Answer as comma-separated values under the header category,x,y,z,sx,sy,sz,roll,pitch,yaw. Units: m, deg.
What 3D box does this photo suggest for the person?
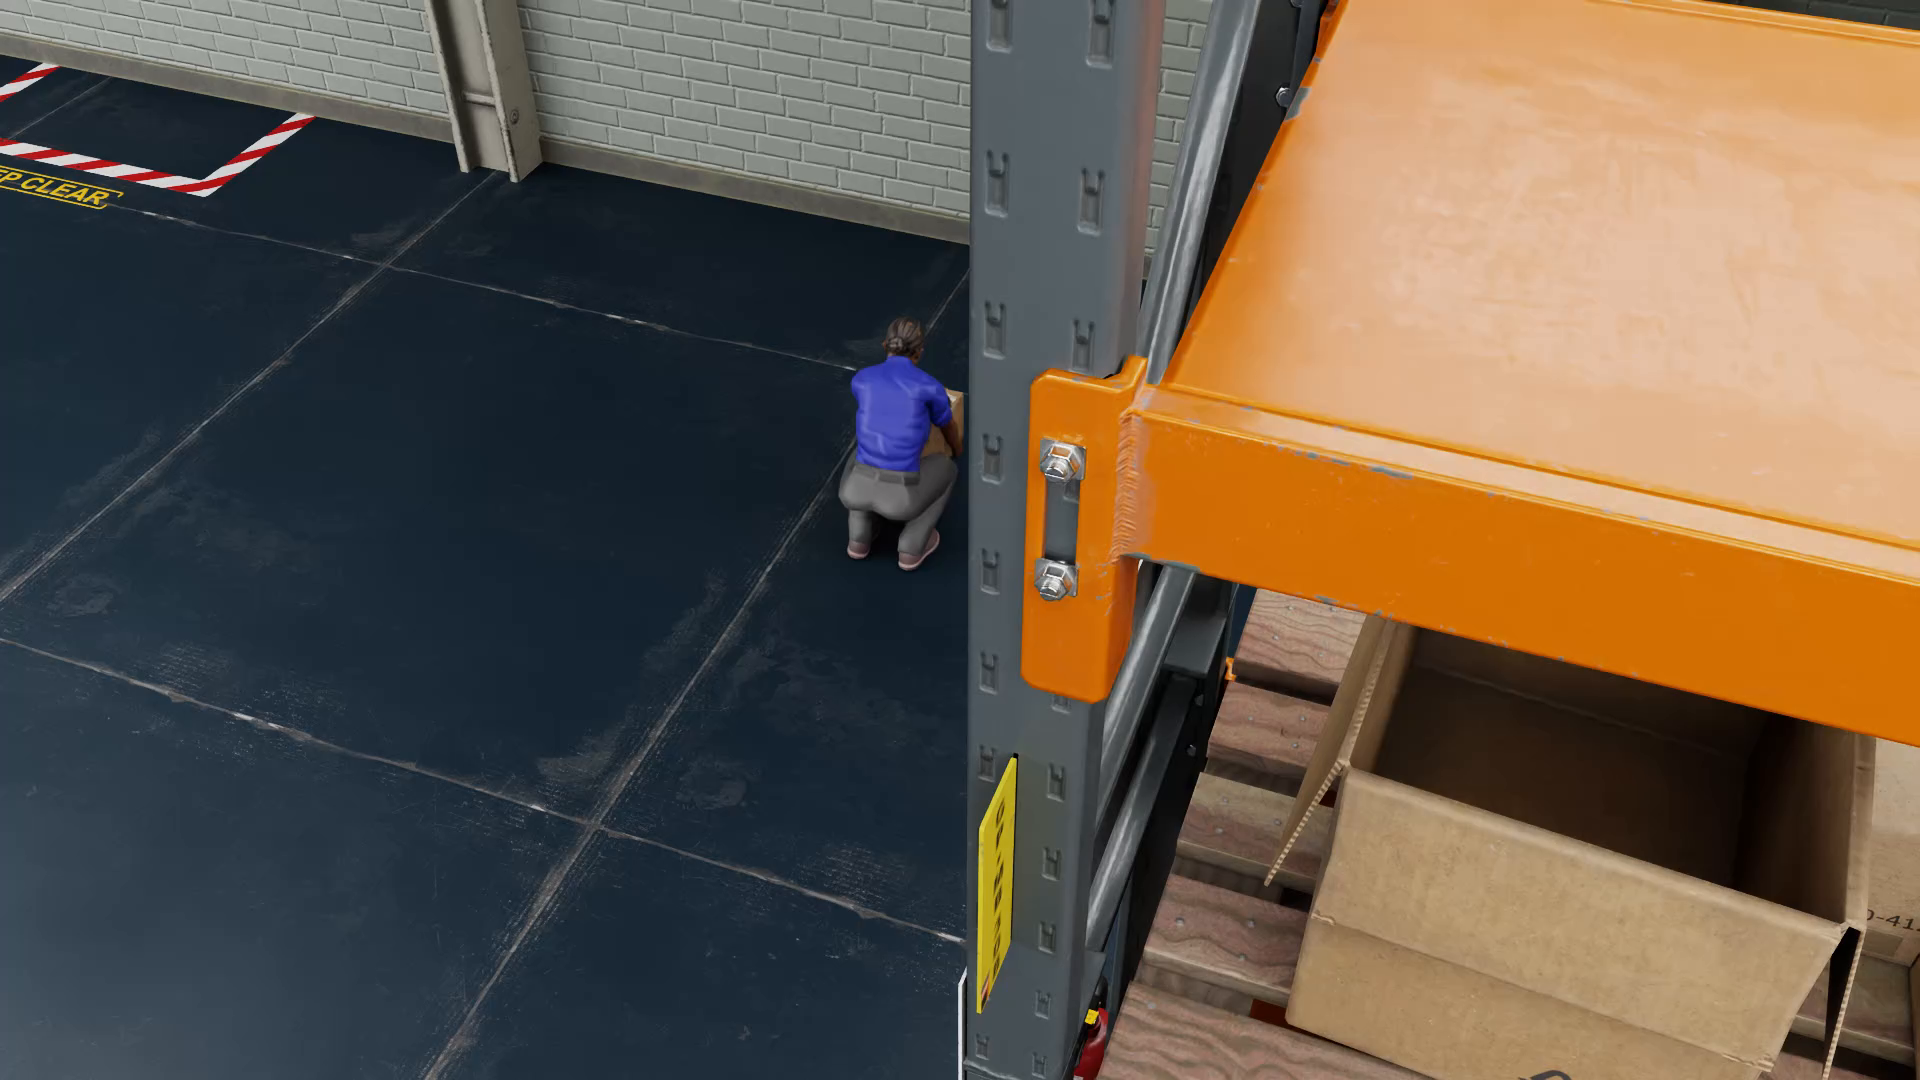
category,x,y,z,sx,sy,sz,roll,pitch,yaw
person,-0.254,-0.435,7.162,0.462,0.904,0.835,13,43,14
